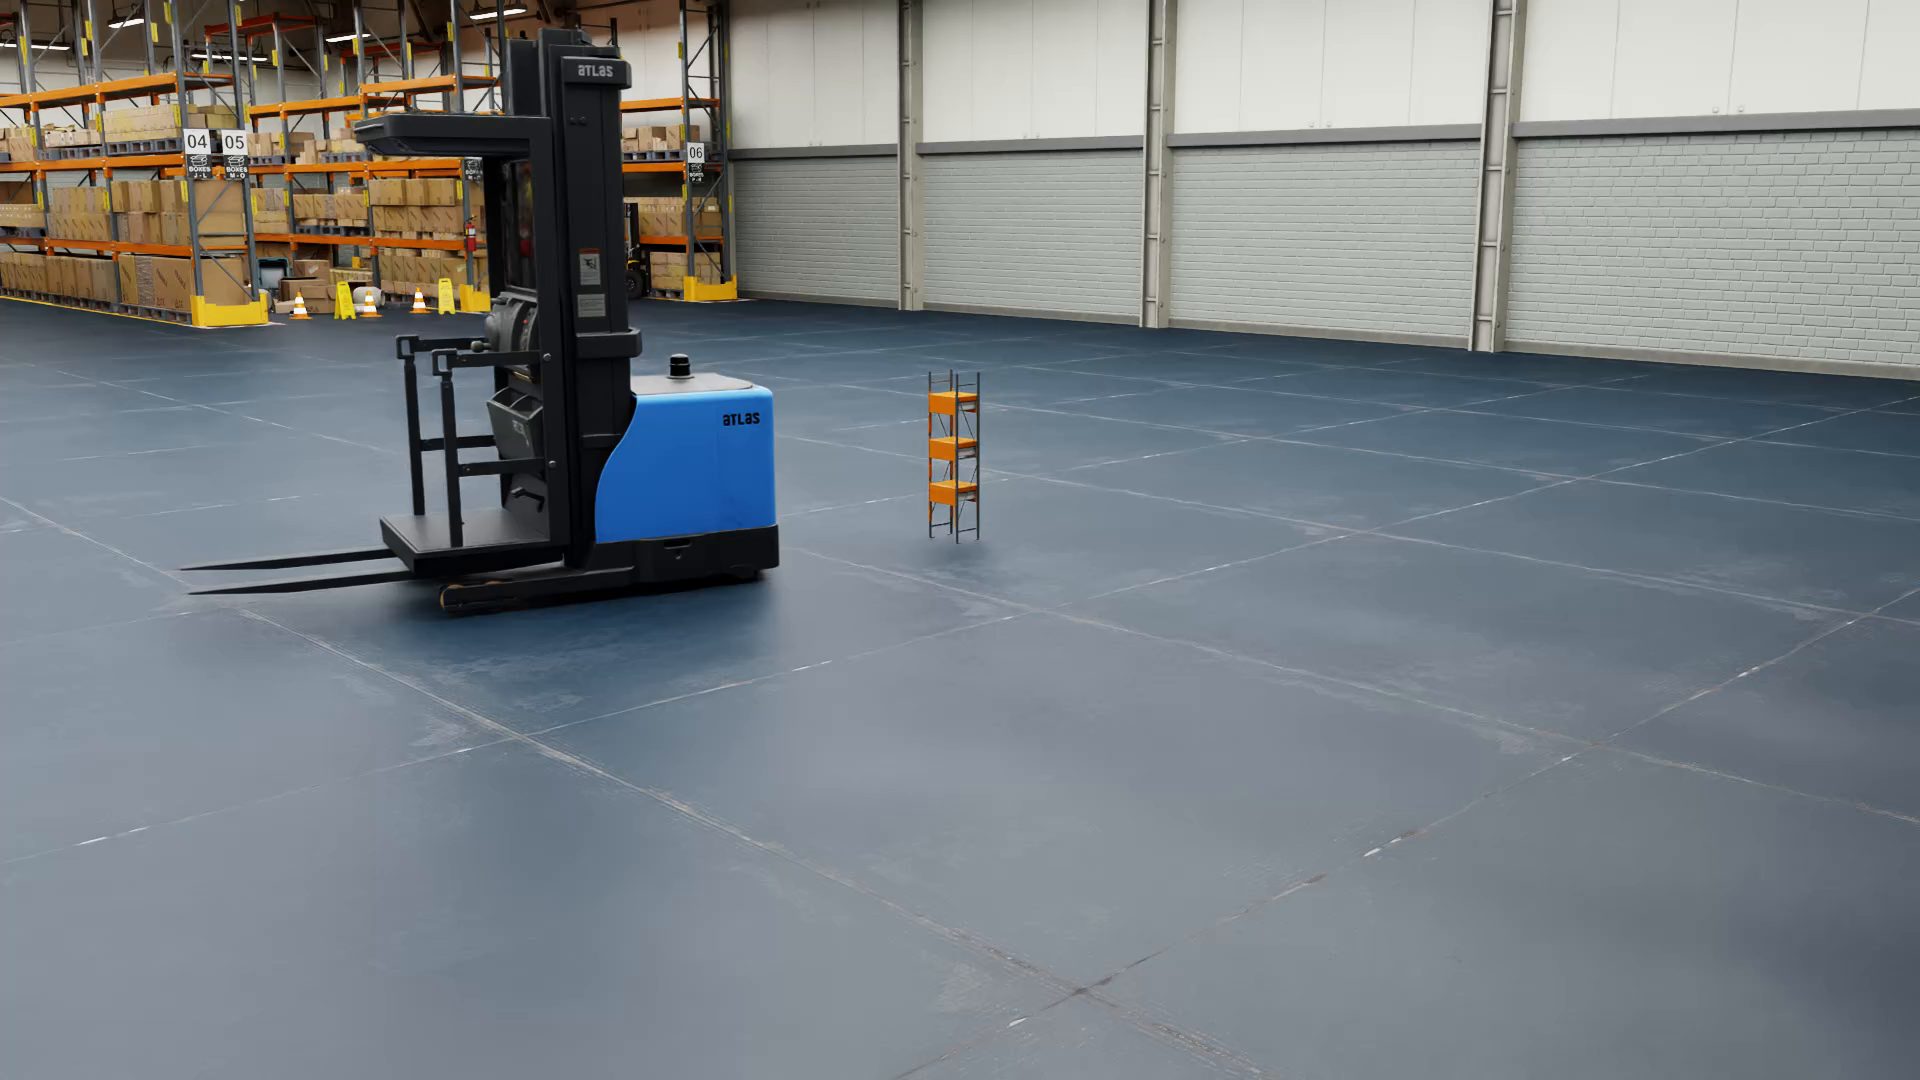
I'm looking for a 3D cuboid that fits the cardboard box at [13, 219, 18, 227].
[{"bbox_3d":[-19.242,-6.527,34.240,0.250,0.149,0.380,11,16,43],"label":"cardboard box"}]

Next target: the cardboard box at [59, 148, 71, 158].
[{"bbox_3d":[-18.066,-7.925,33.763,0.500,0.500,0.500,-11,16,-43],"label":"cardboard box"}]

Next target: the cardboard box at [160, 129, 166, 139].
[{"bbox_3d":[-13.166,-6.795,27.861,0.380,0.149,0.250,-11,16,-42],"label":"cardboard box"}]

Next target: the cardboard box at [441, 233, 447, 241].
[{"bbox_3d":[-9.659,-5.787,31.690,0.380,0.149,0.250,-11,16,-44],"label":"cardboard box"}]

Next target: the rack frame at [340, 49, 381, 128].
[{"bbox_3d":[-16.292,-11.789,45.333,1.000,3.000,0.127,-11,16,-43],"label":"rack frame"}]

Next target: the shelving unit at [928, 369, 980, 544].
[{"bbox_3d":[-0.037,-0.522,10.343,0.215,1.050,0.252,-11,16,-43],"label":"shelving unit"}]

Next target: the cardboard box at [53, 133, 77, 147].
[{"bbox_3d":[-17.178,-7.727,32.135,0.500,0.250,0.500,-10,16,-41],"label":"cardboard box"}]

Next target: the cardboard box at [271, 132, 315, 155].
[{"bbox_3d":[-14.724,-8.750,36.720,0.637,0.503,0.797,11,16,42],"label":"cardboard box"}]

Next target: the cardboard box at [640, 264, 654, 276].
[{"bbox_3d":[-6.515,-5.794,35.636,0.500,0.250,0.500,-11,16,-44],"label":"cardboard box"}]

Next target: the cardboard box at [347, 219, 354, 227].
[{"bbox_3d":[-12.520,-6.600,34.595,0.380,0.149,0.250,-11,16,-43],"label":"cardboard box"}]

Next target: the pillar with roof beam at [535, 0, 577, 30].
[{"bbox_3d":[-12.328,-9.957,36.440,9.100,9.000,0.548,-11,16,-43],"label":"pillar with roof beam"}]

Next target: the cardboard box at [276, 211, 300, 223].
[{"bbox_3d":[-14.873,-7.198,37.047,0.500,0.250,0.500,-11,16,-43],"label":"cardboard box"}]

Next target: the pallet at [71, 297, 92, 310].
[{"bbox_3d":[-16.536,-4.617,32.299,1.003,0.211,1.213,-11,16,-43],"label":"pallet"}]

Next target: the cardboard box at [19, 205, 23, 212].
[{"bbox_3d":[-18.887,-6.743,33.816,0.380,0.149,0.250,-10,15,-41],"label":"cardboard box"}]

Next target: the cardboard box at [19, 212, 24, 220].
[{"bbox_3d":[-18.904,-6.600,33.859,0.380,0.149,0.250,-10,16,-41],"label":"cardboard box"}]

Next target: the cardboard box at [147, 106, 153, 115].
[{"bbox_3d":[-13.518,-7.260,28.143,0.380,0.149,0.250,-11,16,-42],"label":"cardboard box"}]

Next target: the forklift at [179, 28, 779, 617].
[{"bbox_3d":[-2.563,-1.163,8.792,3.031,2.935,1.130,-6,13,-28],"label":"forklift"}]

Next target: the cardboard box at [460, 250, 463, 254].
[{"bbox_3d":[-12.319,-7.260,41.761,0.380,0.149,0.250,-11,16,-42],"label":"cardboard box"}]

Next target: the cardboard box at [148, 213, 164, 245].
[{"bbox_3d":[-13.716,-5.488,29.245,0.875,0.550,0.500,-11,16,-43],"label":"cardboard box"}]

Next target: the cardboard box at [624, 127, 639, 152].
[{"bbox_3d":[-6.735,-8.575,35.621,0.797,0.503,0.637,-10,15,-41],"label":"cardboard box"}]

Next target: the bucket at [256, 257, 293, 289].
[{"bbox_3d":[-13.341,-5.145,32.298,0.726,0.611,0.620,-5,3,-23],"label":"bucket"}]

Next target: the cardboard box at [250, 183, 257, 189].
[{"bbox_3d":[-17.147,-8.513,39.967,0.380,0.149,0.250,-11,16,-43],"label":"cardboard box"}]

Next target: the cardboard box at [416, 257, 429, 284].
[{"bbox_3d":[-10.278,-5.281,32.524,0.500,0.500,0.500,11,16,44],"label":"cardboard box"}]

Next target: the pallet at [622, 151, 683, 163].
[{"bbox_3d":[-6.558,-8.226,35.693,1.003,0.211,1.213,-11,16,-43],"label":"pallet"}]

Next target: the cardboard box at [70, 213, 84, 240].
[{"bbox_3d":[-16.706,-6.012,31.910,0.500,0.500,0.500,-11,16,-43],"label":"cardboard box"}]

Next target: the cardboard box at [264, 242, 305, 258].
[{"bbox_3d":[-15.384,-6.399,38.263,0.875,0.875,0.875,-11,16,-42],"label":"cardboard box"}]

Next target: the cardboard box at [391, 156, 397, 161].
[{"bbox_3d":[-11.018,-7.565,32.885,0.380,0.149,0.250,-10,15,-41],"label":"cardboard box"}]

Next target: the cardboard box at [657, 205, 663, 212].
[{"bbox_3d":[-6.180,-7.011,35.154,0.380,0.149,0.250,-11,16,-43],"label":"cardboard box"}]

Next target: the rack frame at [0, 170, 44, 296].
[{"bbox_3d":[-20.627,-6.870,36.325,1.000,3.000,0.127,-11,16,-43],"label":"rack frame"}]

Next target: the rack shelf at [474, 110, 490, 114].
[{"bbox_3d":[-12.148,-10.365,41.195,1.077,0.370,4.000,-11,16,-43],"label":"rack shelf"}]

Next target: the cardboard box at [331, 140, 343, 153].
[{"bbox_3d":[-12.797,-8.223,34.787,0.500,0.250,0.500,-11,16,-42],"label":"cardboard box"}]

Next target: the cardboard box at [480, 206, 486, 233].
[{"bbox_3d":[-8.956,-6.126,31.727,0.500,0.500,0.500,-11,16,-43],"label":"cardboard box"}]

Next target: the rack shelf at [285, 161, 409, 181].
[{"bbox_3d":[-12.973,-7.816,35.264,1.077,0.370,4.000,-11,16,-43],"label":"rack shelf"}]

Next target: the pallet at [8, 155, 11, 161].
[{"bbox_3d":[-20.278,-8.143,35.532,1.213,0.211,1.003,-11,16,-43],"label":"pallet"}]

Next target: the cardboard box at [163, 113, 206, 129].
[{"bbox_3d":[-12.880,-6.947,27.612,0.500,0.250,0.500,-11,16,-42],"label":"cardboard box"}]

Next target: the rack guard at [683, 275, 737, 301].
[{"bbox_3d":[-5.226,-5.288,34.839,1.175,0.500,0.348,-11,16,-43],"label":"rack guard"}]

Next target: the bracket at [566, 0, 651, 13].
[{"bbox_3d":[-7.394,-11.831,36.617,0.076,0.066,4.783,-11,16,-43],"label":"bracket"}]

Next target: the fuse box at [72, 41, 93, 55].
[{"bbox_3d":[-23.954,-13.444,45.438,0.513,0.334,0.176,-11,16,-43],"label":"fuse box"}]

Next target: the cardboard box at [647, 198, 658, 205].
[{"bbox_3d":[-6.413,-7.186,35.266,0.380,0.149,0.250,-10,16,-41],"label":"cardboard box"}]

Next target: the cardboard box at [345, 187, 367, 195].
[{"bbox_3d":[-12.559,-7.260,34.583,0.250,0.149,0.380,11,16,43],"label":"cardboard box"}]

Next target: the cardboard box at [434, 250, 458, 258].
[{"bbox_3d":[-9.874,-5.492,31.944,0.380,0.149,0.250,-10,15,-41],"label":"cardboard box"}]

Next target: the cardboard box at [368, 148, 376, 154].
[{"bbox_3d":[-11.486,-7.846,33.263,0.500,0.250,0.500,-11,16,-44],"label":"cardboard box"}]

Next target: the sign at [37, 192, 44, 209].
[{"bbox_3d":[-18.251,-6.738,33.009,0.100,0.325,0.005,-11,16,-43],"label":"sign"}]

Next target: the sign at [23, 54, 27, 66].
[{"bbox_3d":[-20.230,-10.422,35.989,0.100,0.325,0.005,-11,16,-43],"label":"sign"}]

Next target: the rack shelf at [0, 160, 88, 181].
[{"bbox_3d":[-19.246,-7.695,34.678,1.077,0.370,4.000,-11,16,-43],"label":"rack shelf"}]

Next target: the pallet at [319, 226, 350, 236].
[{"bbox_3d":[-12.958,-6.614,35.556,1.003,0.211,1.213,-11,16,-43],"label":"pallet"}]

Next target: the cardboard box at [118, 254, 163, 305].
[{"bbox_3d":[-14.719,-4.766,30.337,0.875,0.875,0.875,-11,16,-42],"label":"cardboard box"}]

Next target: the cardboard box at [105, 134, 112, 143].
[{"bbox_3d":[-15.097,-7.203,29.840,0.380,0.149,0.250,-11,16,-43],"label":"cardboard box"}]

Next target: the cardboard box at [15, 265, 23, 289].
[{"bbox_3d":[-19.570,-5.555,35.096,0.500,0.500,0.500,-11,16,-42],"label":"cardboard box"}]

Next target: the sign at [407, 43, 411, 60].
[{"bbox_3d":[-11.187,-9.915,33.724,0.100,0.325,0.005,-11,16,-43],"label":"sign"}]

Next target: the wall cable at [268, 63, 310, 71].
[{"bbox_3d":[-19.263,-15.515,49.635,2.988,3.039,0.133,-11,16,-43],"label":"wall cable"}]

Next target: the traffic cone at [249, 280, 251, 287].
[{"bbox_3d":[-14.384,-5.054,33.794,0.336,0.463,0.334,-11,16,-43],"label":"traffic cone"}]
